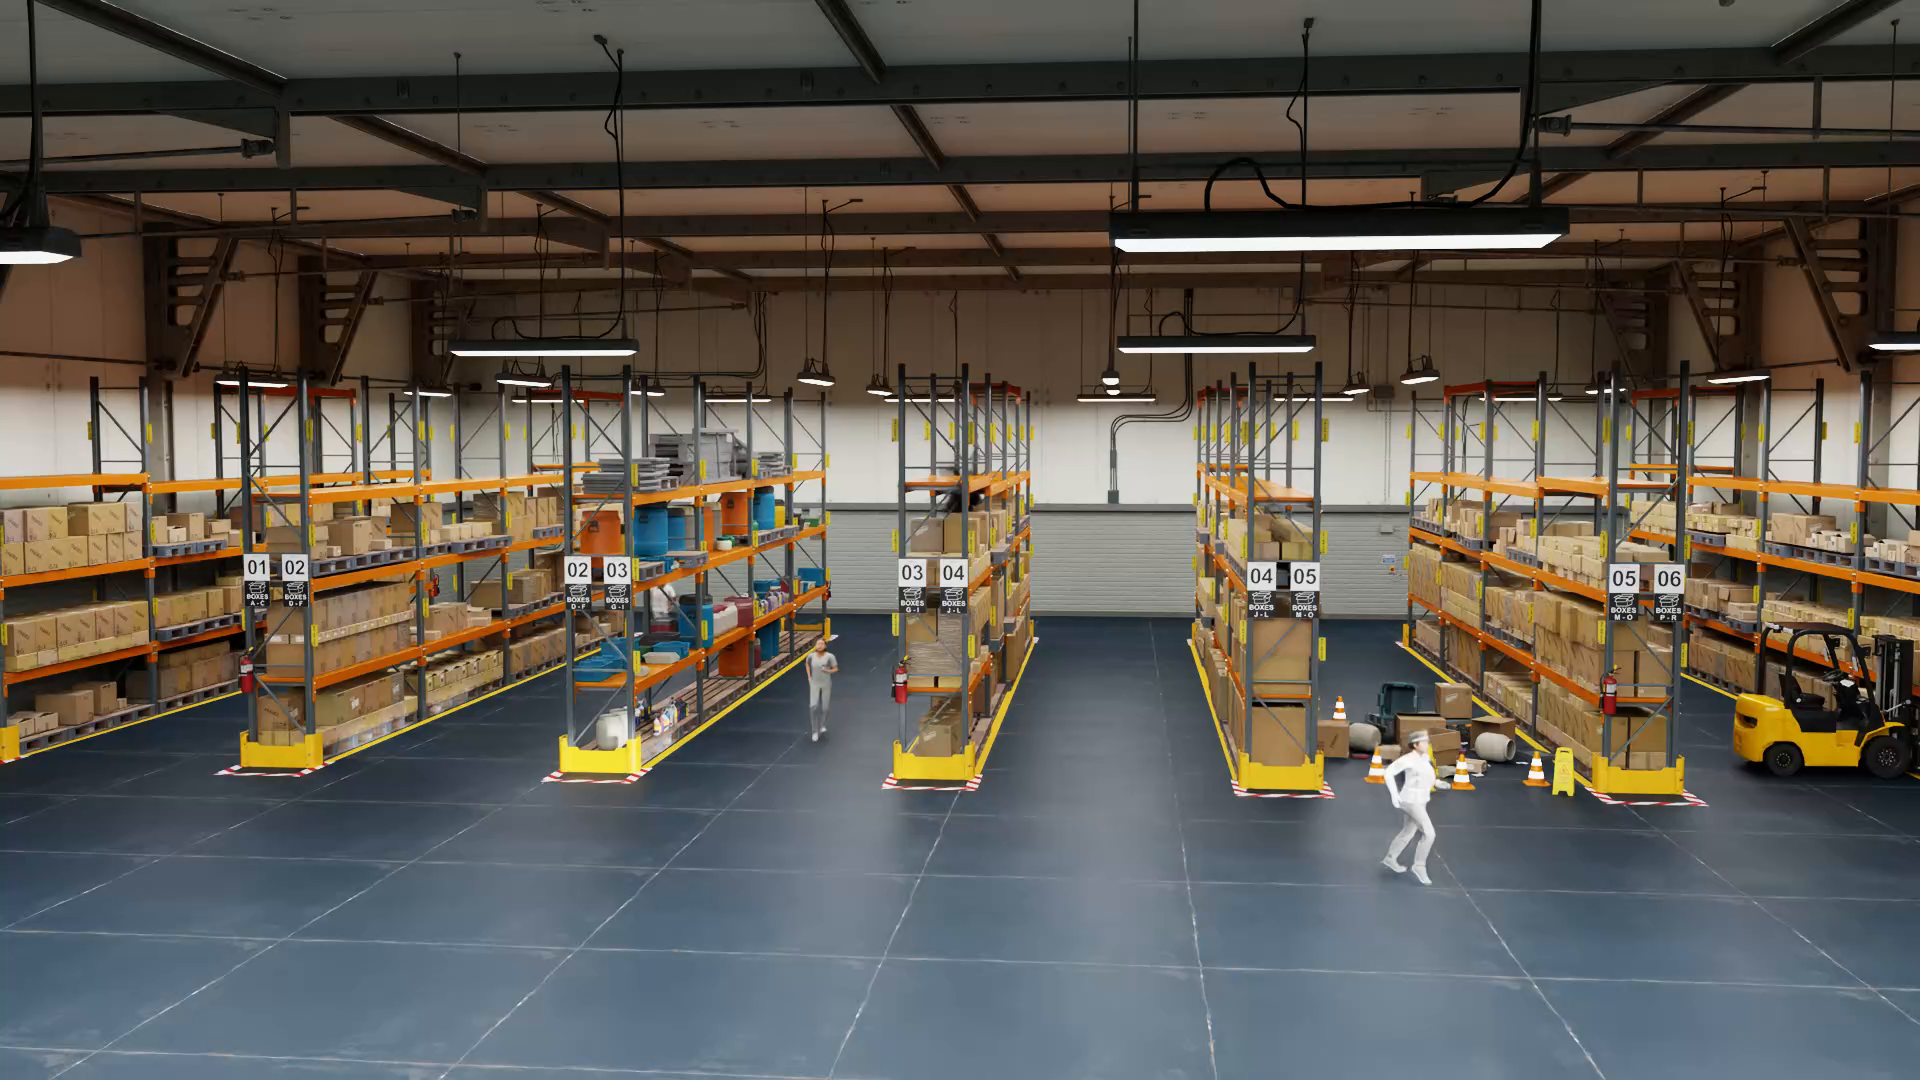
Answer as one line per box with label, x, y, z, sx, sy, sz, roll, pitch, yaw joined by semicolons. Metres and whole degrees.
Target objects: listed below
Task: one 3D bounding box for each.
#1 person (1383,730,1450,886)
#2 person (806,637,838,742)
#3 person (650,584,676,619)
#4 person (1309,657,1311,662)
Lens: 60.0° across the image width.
person;5.093;2.973;18.573;0.797;1.734;0.572;3;5;41
person;-2.266;2.432;27.298;0.545;1.708;0.787;0;4;-3
person;-6.993;1.652;38.864;0.702;1.750;0.750;0;4;-2
person;7.439;1.781;36.126;0.673;1.790;1.041;0;4;0
